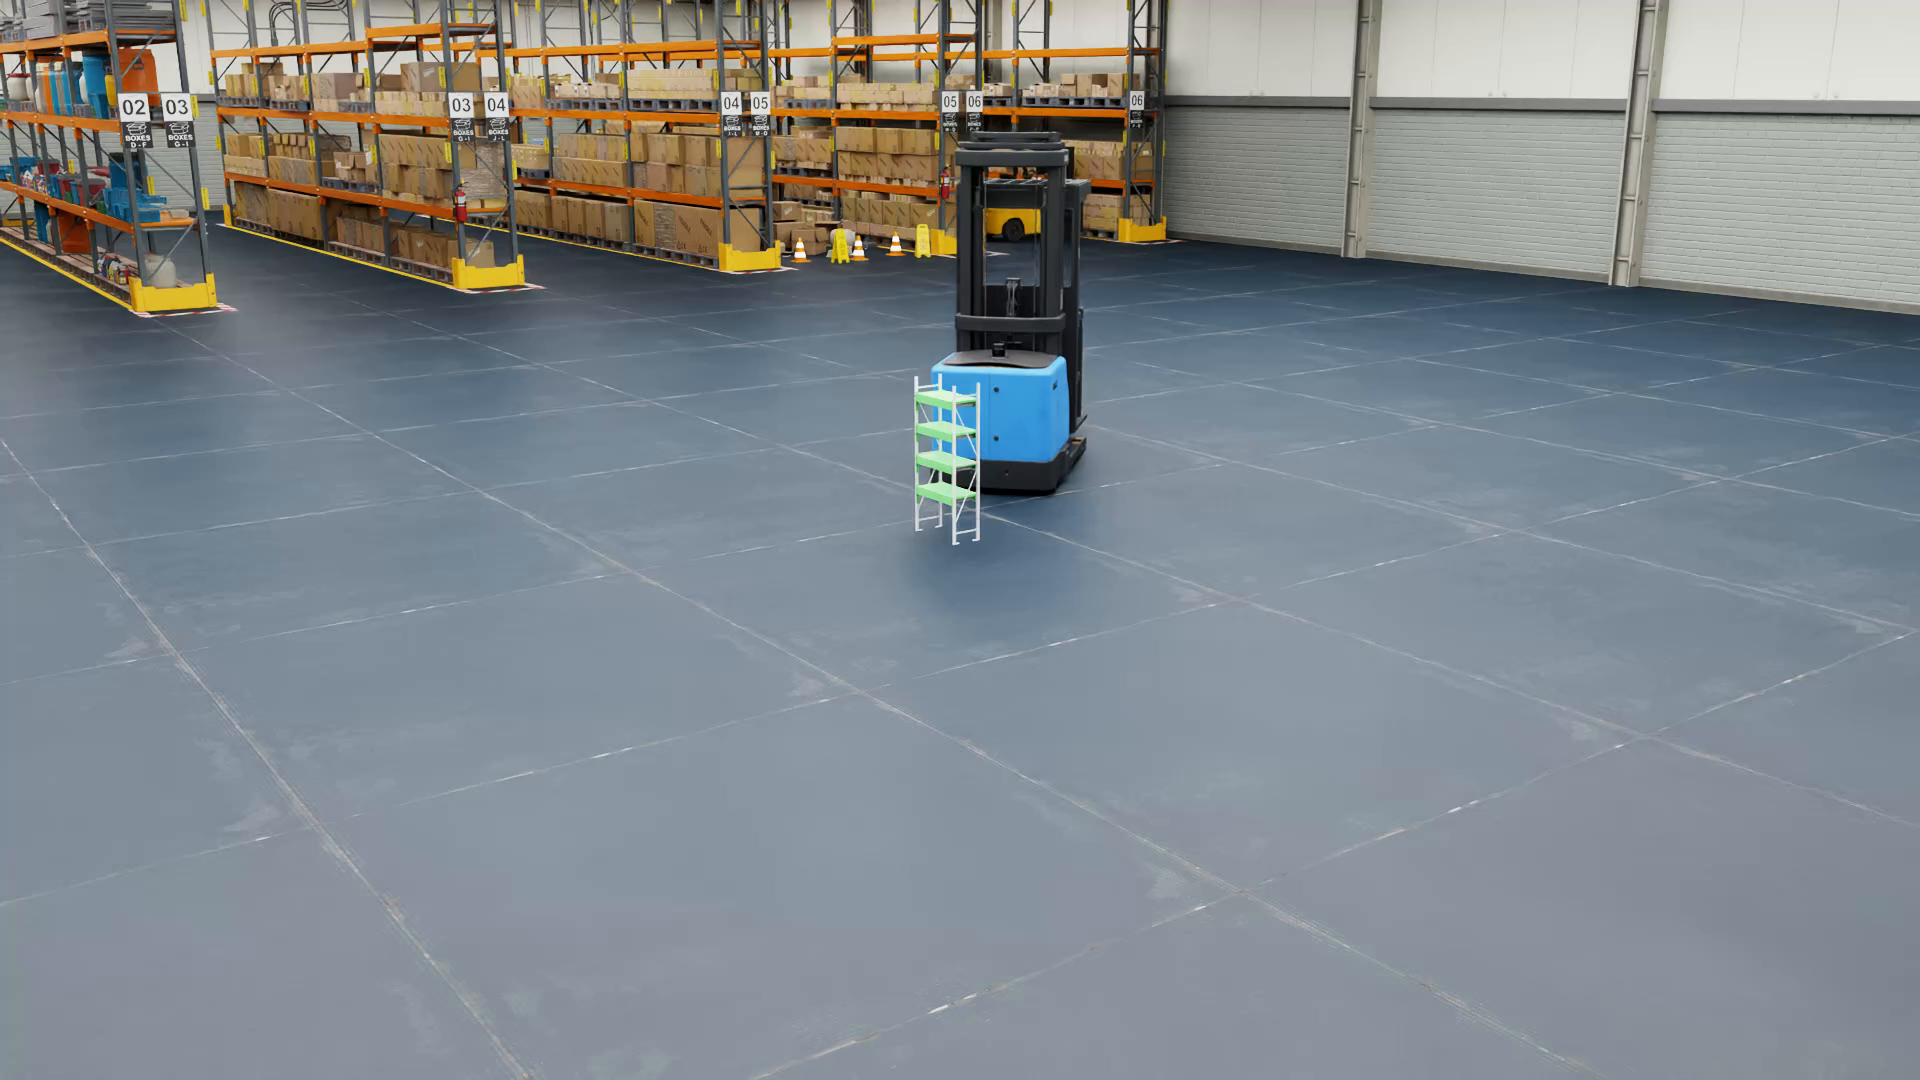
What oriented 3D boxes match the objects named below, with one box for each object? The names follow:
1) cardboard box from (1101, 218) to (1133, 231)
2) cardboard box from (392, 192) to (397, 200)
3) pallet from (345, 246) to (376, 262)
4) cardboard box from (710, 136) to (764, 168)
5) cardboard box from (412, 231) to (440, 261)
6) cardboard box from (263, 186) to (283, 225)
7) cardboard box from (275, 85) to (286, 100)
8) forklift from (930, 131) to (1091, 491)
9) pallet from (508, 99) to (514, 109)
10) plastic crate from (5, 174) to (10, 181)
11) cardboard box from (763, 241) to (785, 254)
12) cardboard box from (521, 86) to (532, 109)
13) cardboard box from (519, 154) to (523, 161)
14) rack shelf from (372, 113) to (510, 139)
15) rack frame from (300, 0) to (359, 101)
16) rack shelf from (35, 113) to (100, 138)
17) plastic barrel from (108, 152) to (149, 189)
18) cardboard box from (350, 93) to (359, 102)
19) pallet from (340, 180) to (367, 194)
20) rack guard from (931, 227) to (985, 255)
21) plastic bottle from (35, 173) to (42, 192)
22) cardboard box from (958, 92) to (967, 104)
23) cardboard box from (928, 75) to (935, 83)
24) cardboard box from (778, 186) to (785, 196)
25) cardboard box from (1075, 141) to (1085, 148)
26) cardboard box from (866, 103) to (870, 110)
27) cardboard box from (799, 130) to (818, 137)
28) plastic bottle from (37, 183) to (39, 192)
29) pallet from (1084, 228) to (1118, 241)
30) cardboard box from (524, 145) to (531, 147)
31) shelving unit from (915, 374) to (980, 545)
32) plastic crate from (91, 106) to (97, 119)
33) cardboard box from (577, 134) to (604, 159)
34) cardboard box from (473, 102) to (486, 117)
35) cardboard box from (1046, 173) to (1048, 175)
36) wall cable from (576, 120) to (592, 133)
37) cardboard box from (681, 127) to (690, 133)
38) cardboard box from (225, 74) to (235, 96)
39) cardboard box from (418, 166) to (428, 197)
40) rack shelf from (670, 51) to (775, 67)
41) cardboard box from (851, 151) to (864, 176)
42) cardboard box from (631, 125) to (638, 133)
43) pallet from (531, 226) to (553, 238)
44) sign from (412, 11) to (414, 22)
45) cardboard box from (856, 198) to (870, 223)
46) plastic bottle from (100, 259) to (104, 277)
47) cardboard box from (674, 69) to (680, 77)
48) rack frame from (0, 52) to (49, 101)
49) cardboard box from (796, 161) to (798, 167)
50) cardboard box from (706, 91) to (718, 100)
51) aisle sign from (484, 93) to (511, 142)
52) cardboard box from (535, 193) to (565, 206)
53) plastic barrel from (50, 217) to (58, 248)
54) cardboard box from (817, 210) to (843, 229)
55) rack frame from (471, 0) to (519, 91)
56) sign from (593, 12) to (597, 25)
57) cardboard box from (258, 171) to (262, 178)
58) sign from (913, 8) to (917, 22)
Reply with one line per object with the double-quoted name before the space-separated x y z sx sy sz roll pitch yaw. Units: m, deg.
"cardboard box" 3.485 -7.019 36.954 0.500 0.250 0.500 -11 19 -34
"cardboard box" -10.175 -6.318 30.455 0.380 0.149 0.250 -11 19 -35
"pallet" -11.544 -5.718 33.069 1.003 0.211 1.213 -11 19 -35
"cardboard box" -4.127 -7.209 30.904 0.875 0.550 0.550 -11 19 -35
"cardboard box" -9.818 -5.421 30.639 0.500 0.500 0.500 -5 16 -17
"cardboard box" -15.391 -7.676 38.168 0.875 0.875 0.875 -11 19 -35
"cardboard box" -14.495 -9.703 36.037 0.500 0.311 0.500 -12 19 -36
"forklift" 0.562 -2.168 14.947 1.130 2.935 3.031 3 16 12
"pallet" -10.107 -10.080 38.396 1.213 0.211 1.003 -11 19 -35
"plastic crate" -20.341 -7.803 35.789 0.293 0.136 0.466 -11 19 -35
"cardboard box" -3.792 -5.985 33.940 0.396 0.266 0.258 -7 17 -25
"cardboard box" -9.490 -9.921 37.271 0.500 0.500 0.500 -11 19 -35
"cardboard box" -9.765 -8.665 37.669 0.380 0.149 0.250 -11 19 -34
"rack shelf" -9.188 -7.309 29.280 1.077 0.370 4.000 -11 19 -35
"rack frame" -12.715 -10.384 33.470 1.000 3.000 0.127 -11 19 -35
"rack shelf" -15.546 -7.395 29.592 1.077 0.370 4.000 -11 19 -35
"plastic barrel" -14.352 -6.239 28.740 0.600 0.901 0.708 -11 19 -35
"cardboard box" -11.547 -8.558 32.127 0.380 0.166 0.250 -12 19 -36
"pallet" -11.518 -6.982 32.767 1.003 0.211 1.213 -11 19 -35
"rack guard" -0.040 -6.131 34.030 1.175 0.500 0.348 -11 19 -35
"plastic bottle" -18.037 -7.003 32.573 0.144 0.351 0.185 -11 19 -35
"cardboard box" -0.076 -8.987 33.769 0.500 0.250 0.500 -11 19 -36
"cardboard box" -0.458 -11.353 41.519 0.500 0.500 0.500 -11 19 -34
"cardboard box" -5.107 -10.362 48.685 0.797 0.503 0.637 -12 19 -37
"cardboard box" 2.805 -8.897 37.420 0.380 0.149 0.250 -10 18 -33
"cardboard box" -1.756 -9.177 35.217 0.380 0.149 0.250 -12 19 -36
"cardboard box" -3.509 -9.430 38.573 0.380 0.149 0.250 -12 19 -37
"plastic bottle" -17.894 -6.868 32.365 0.097 0.201 0.097 0 15 0
"pallet" 3.534 -6.904 37.400 1.003 0.211 1.213 -11 19 -35
"cardboard box" -9.997 -9.184 39.004 0.380 0.149 0.250 -12 19 -36
"shelving unit" -0.097 -0.614 12.547 0.258 1.200 0.503 -11 19 -35
"plastic crate" -13.662 -6.833 26.579 0.336 0.188 0.450 -11 19 -35
"cardboard box" -7.786 -8.455 35.702 0.700 0.500 0.500 -11 19 -35
"cardboard box" -8.086 -7.300 28.167 0.500 0.250 0.500 -10 18 -33
"cardboard box" 2.333 -8.642 38.281 0.500 0.500 0.500 -11 19 -35
"wall cable" -11.597 -12.650 51.189 0.588 1.984 0.122 -11 19 -35
"cardboard box" -6.704 -10.171 41.970 0.500 0.500 0.500 -11 19 -35
"cardboard box" -16.837 -10.703 39.143 0.700 0.500 0.500 -12 19 -37
"cardboard box" -8.963 -6.297 29.150 0.875 0.500 0.500 -11 19 -35
"rack shelf" -5.875 -11.810 40.799 1.077 0.370 4.000 -11 19 -35
"cardboard box" -2.000 -8.126 35.829 0.500 0.500 0.500 -11 19 -35
"cardboard box" -8.439 -10.797 44.258 0.500 0.500 0.500 -11 19 -34
"pallet" -9.102 -7.061 37.975 1.003 0.211 1.213 -11 19 -35
"sign" -13.787 -13.245 42.005 0.100 0.325 0.005 -11 19 -35
"cardboard box" -1.895 -7.132 35.946 0.500 0.500 0.500 -10 18 -32
"plastic bottle" -14.325 -4.565 27.900 0.152 0.276 0.135 -10 18 -33
"cardboard box" -5.160 -8.782 31.281 0.380 0.149 0.250 -11 19 -35
"rack frame" -19.074 -10.470 33.782 1.000 3.000 0.127 -11 19 -35
"cardboard box" -3.533 -8.615 38.052 0.380 0.149 0.250 -12 19 -36
"cardboard box" -4.410 -8.125 30.391 0.380 0.149 0.250 -11 19 -35
"aisle sign" -7.733 -7.070 27.799 0.394 0.787 0.004 -11 19 -35
"cardboard box" -9.258 -7.703 37.557 0.500 0.250 0.500 -11 19 -36
"plastic barrel" -17.687 -6.104 32.969 0.600 0.588 0.708 -11 19 -35
"cardboard box" -2.658 -7.221 37.461 0.950 0.372 0.625 -11 19 -34
"rack frame" -10.996 -11.987 39.325 1.000 3.000 0.127 -11 19 -35
"sign" -9.856 -14.073 44.878 0.100 0.325 0.005 -11 19 -35
"cardboard box" -15.664 -8.293 37.669 0.380 0.149 0.250 -10 18 -33
"sign" -1.120 -13.096 41.459 0.100 0.325 0.005 -11 19 -35
